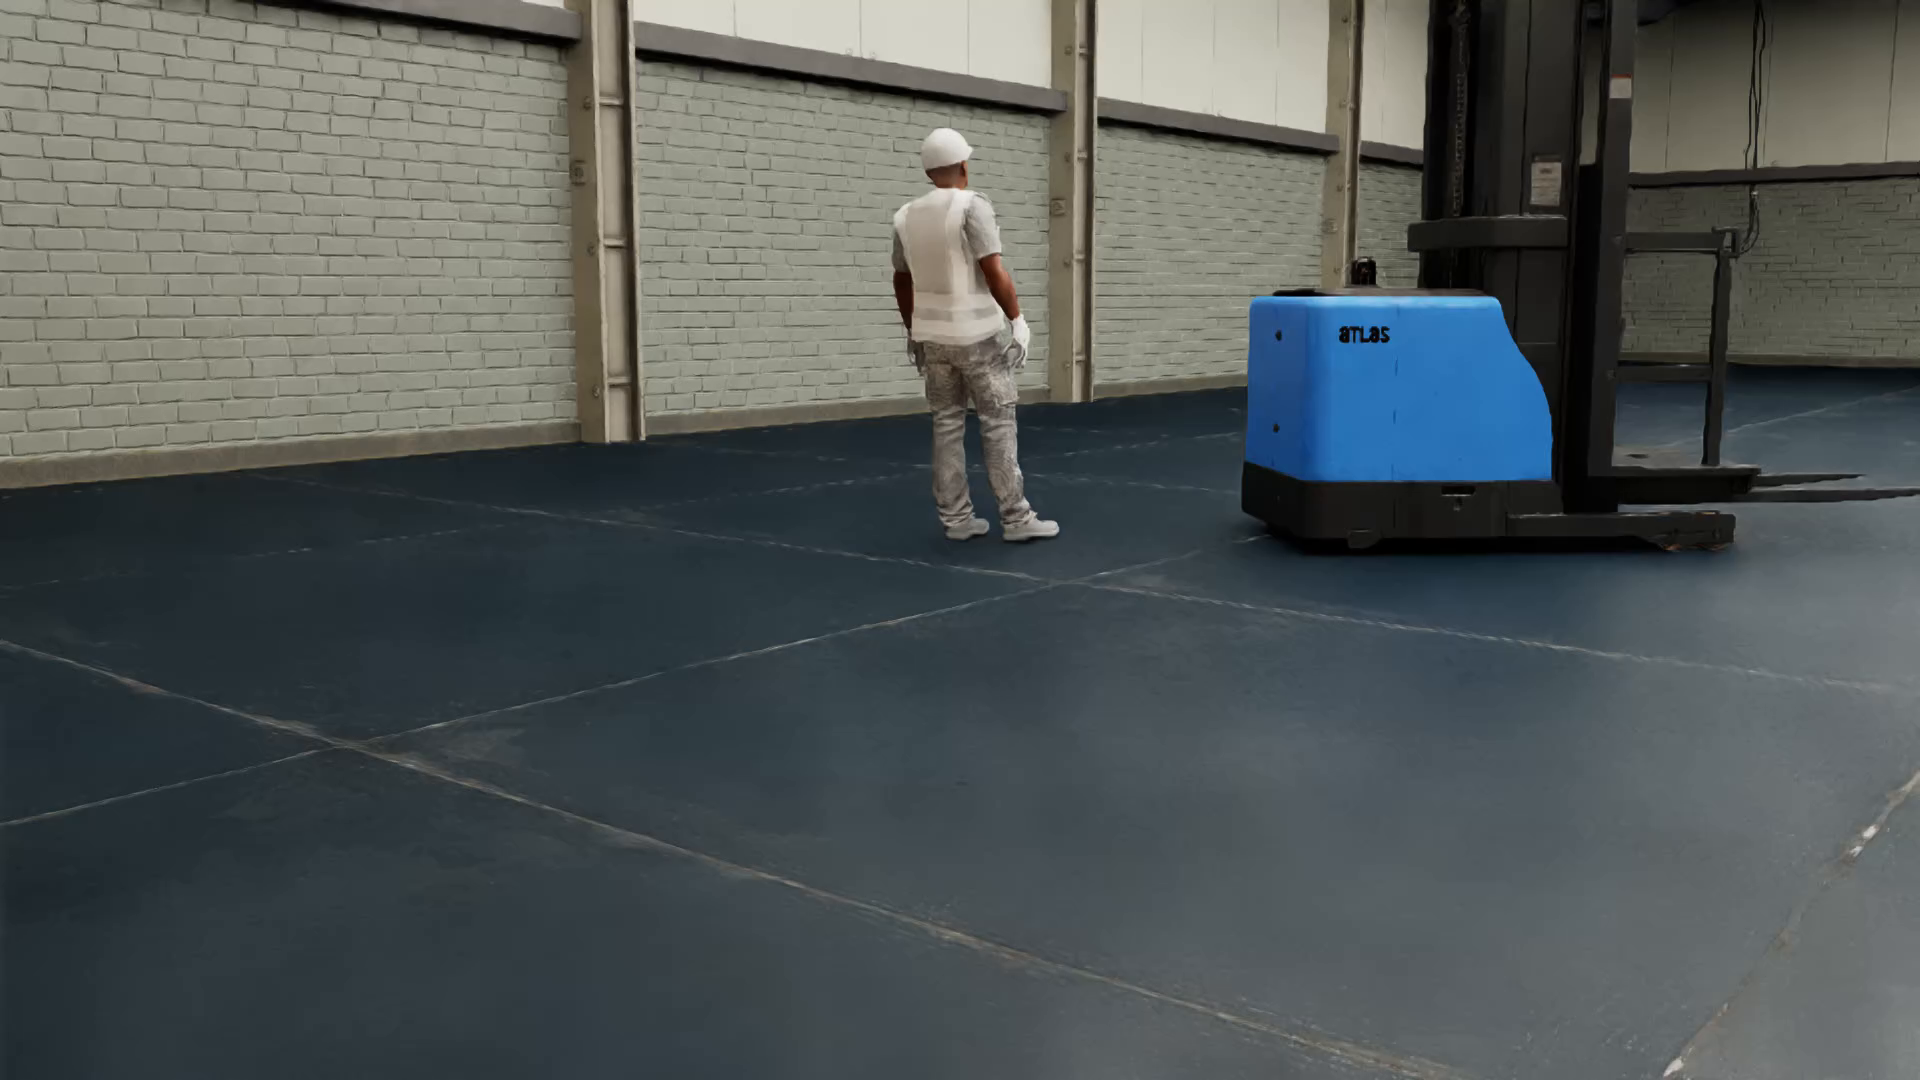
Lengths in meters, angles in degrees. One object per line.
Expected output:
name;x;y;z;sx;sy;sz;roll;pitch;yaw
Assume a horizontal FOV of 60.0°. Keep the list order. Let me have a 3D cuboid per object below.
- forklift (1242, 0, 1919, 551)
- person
forklift;2.883;-1.478;7.386;3.031;2.935;1.130;-1;8;-6
person;0.051;-0.897;7.326;0.655;1.782;0.576;7;11;38
